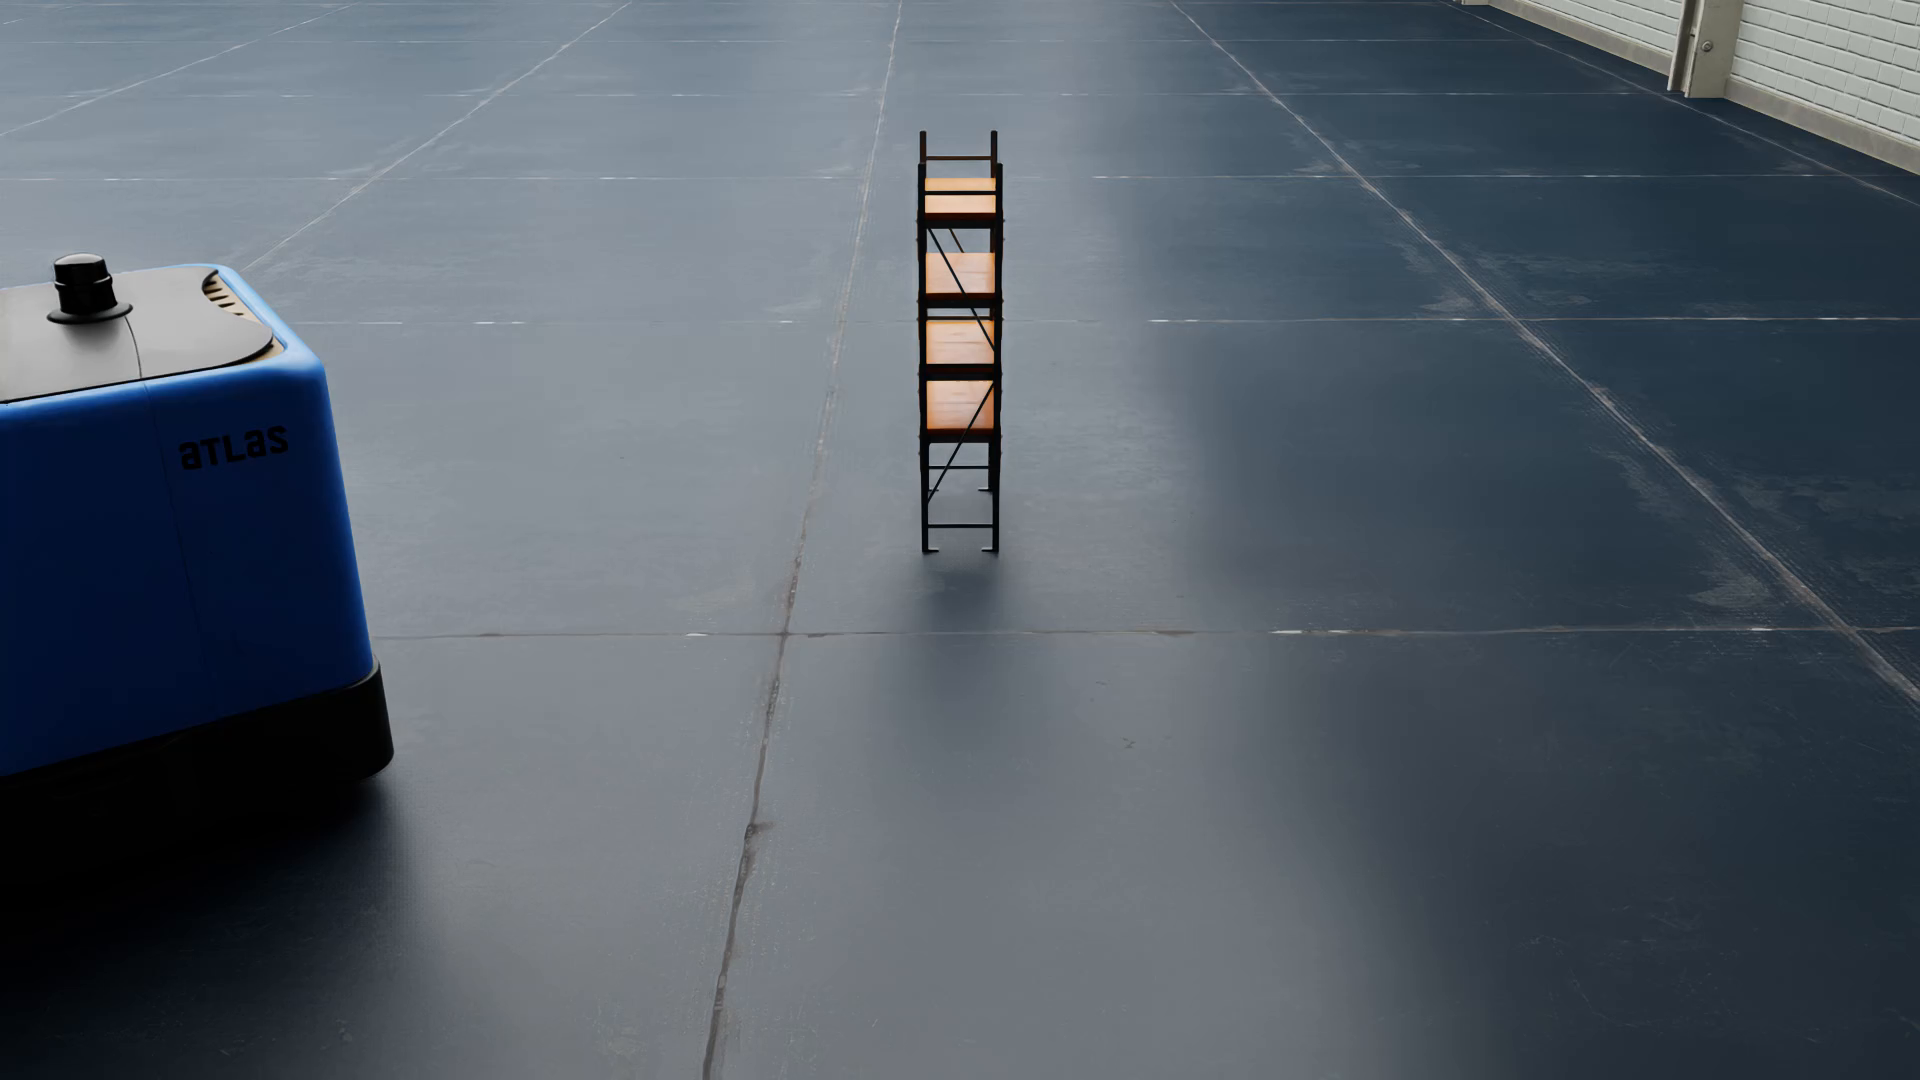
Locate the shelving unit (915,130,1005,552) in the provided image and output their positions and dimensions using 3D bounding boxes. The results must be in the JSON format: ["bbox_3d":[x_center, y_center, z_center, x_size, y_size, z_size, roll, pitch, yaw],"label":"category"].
[{"bbox_3d":[-0.002,-0.615,5.154,0.258,1.200,0.503,0,24,-1],"label":"shelving unit"}]

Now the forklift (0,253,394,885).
[{"bbox_3d":[-2.856,-0.577,2.970,3.031,2.935,1.130,-15,28,-30],"label":"forklift"}]

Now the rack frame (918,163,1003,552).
[{"bbox_3d":[0.001,-0.514,4.931,0.240,1.200,0.015,0,24,-1],"label":"rack frame"}]

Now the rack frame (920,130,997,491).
[{"bbox_3d":[-0.004,-0.715,5.376,0.240,1.200,0.015,0,24,-1],"label":"rack frame"}]

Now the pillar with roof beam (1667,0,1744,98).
[{"bbox_3d":[1.422,-7.554,11.032,9.100,9.000,0.400,0,24,-1],"label":"pillar with roof beam"}]

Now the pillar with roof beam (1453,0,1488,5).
[{"bbox_3d":[1.357,-10.026,16.498,9.100,9.000,0.400,0,24,-1],"label":"pillar with roof beam"}]

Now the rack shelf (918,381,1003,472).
[{"bbox_3d":[-0.002,-0.373,5.263,0.258,0.148,0.480,0,24,-1],"label":"rack shelf"}]

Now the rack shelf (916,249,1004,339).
[{"bbox_3d":[-0.002,-0.757,5.089,0.258,0.148,0.480,0,24,-1],"label":"rack shelf"}]

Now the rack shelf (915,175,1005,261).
[{"bbox_3d":[-0.002,-0.973,4.992,0.258,0.148,0.480,0,24,-1],"label":"rack shelf"}]

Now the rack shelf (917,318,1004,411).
[{"bbox_3d":[-0.002,-0.554,5.181,0.258,0.148,0.480,0,24,-1],"label":"rack shelf"}]
